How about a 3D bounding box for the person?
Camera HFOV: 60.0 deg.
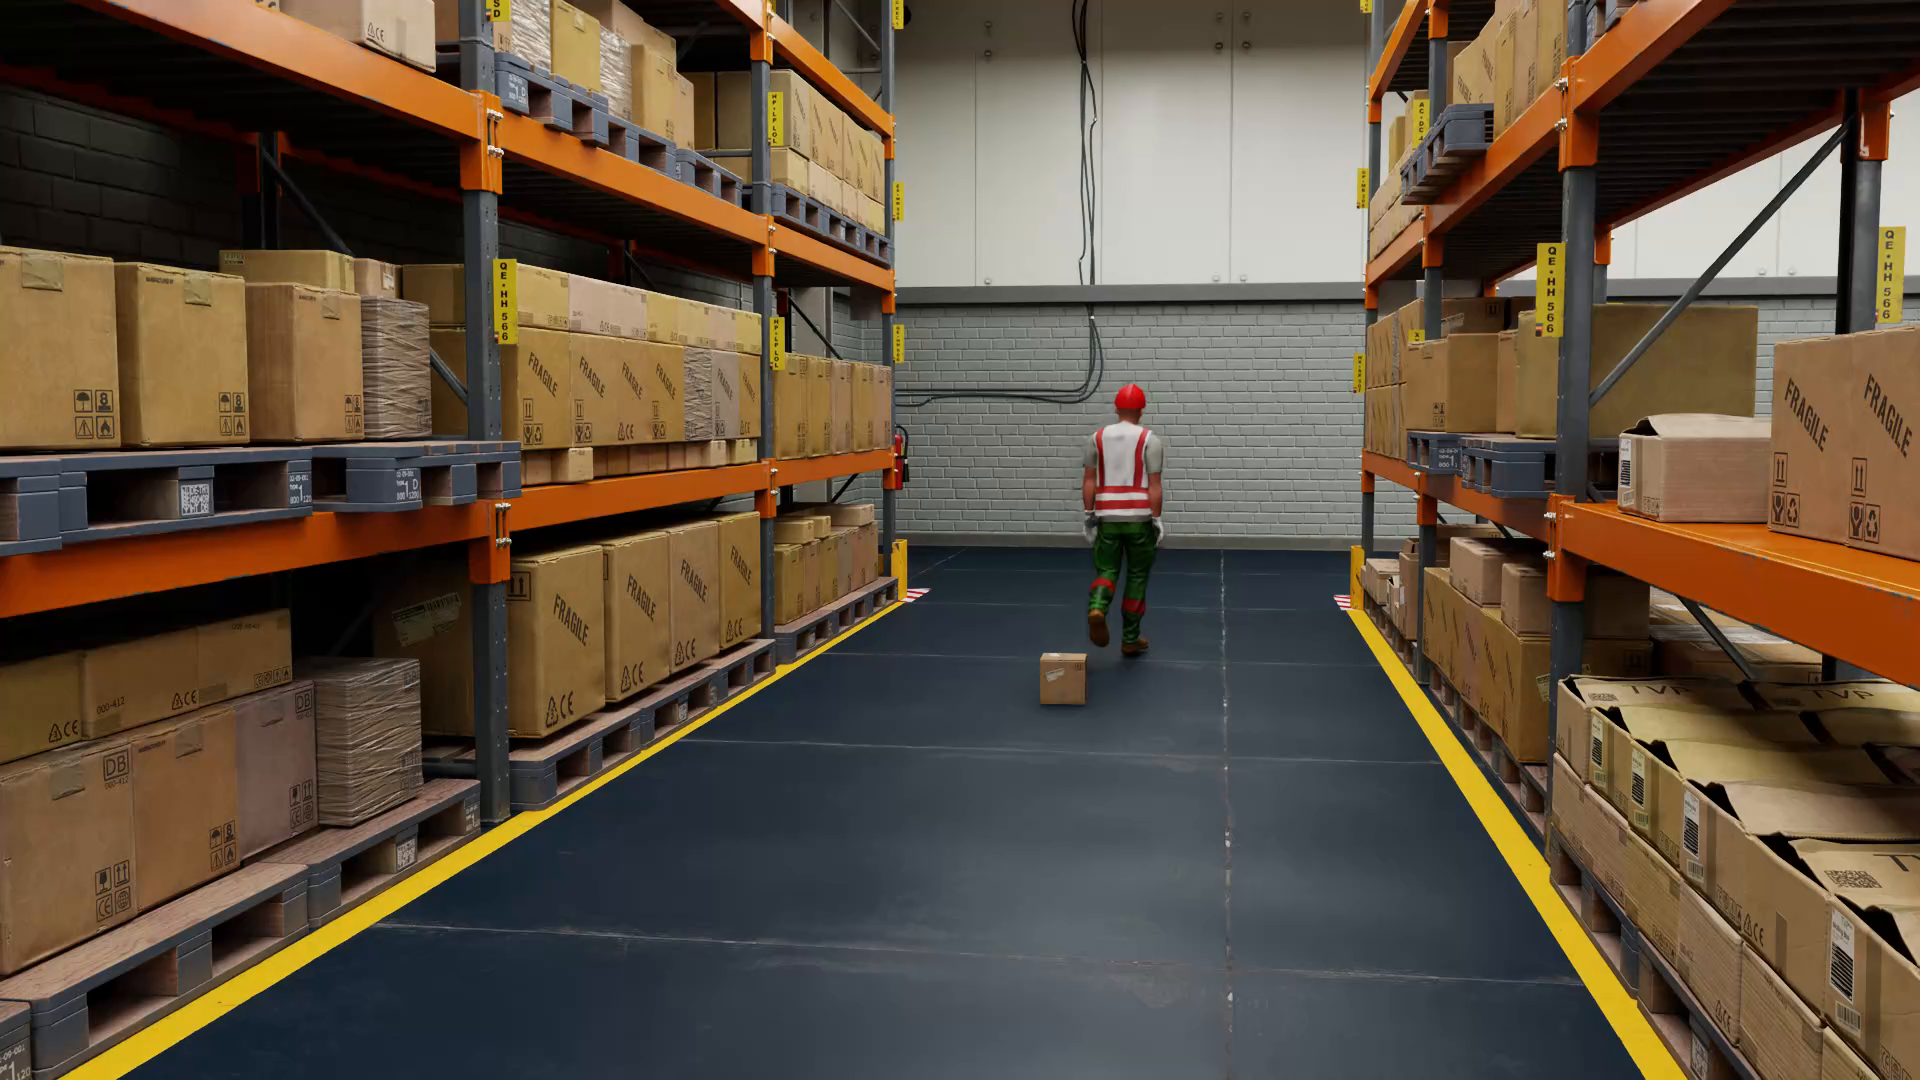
[{"bbox_3d":[1.051,-0.131,10.897,0.550,1.774,0.702,2,5,22],"label":"person"}]
